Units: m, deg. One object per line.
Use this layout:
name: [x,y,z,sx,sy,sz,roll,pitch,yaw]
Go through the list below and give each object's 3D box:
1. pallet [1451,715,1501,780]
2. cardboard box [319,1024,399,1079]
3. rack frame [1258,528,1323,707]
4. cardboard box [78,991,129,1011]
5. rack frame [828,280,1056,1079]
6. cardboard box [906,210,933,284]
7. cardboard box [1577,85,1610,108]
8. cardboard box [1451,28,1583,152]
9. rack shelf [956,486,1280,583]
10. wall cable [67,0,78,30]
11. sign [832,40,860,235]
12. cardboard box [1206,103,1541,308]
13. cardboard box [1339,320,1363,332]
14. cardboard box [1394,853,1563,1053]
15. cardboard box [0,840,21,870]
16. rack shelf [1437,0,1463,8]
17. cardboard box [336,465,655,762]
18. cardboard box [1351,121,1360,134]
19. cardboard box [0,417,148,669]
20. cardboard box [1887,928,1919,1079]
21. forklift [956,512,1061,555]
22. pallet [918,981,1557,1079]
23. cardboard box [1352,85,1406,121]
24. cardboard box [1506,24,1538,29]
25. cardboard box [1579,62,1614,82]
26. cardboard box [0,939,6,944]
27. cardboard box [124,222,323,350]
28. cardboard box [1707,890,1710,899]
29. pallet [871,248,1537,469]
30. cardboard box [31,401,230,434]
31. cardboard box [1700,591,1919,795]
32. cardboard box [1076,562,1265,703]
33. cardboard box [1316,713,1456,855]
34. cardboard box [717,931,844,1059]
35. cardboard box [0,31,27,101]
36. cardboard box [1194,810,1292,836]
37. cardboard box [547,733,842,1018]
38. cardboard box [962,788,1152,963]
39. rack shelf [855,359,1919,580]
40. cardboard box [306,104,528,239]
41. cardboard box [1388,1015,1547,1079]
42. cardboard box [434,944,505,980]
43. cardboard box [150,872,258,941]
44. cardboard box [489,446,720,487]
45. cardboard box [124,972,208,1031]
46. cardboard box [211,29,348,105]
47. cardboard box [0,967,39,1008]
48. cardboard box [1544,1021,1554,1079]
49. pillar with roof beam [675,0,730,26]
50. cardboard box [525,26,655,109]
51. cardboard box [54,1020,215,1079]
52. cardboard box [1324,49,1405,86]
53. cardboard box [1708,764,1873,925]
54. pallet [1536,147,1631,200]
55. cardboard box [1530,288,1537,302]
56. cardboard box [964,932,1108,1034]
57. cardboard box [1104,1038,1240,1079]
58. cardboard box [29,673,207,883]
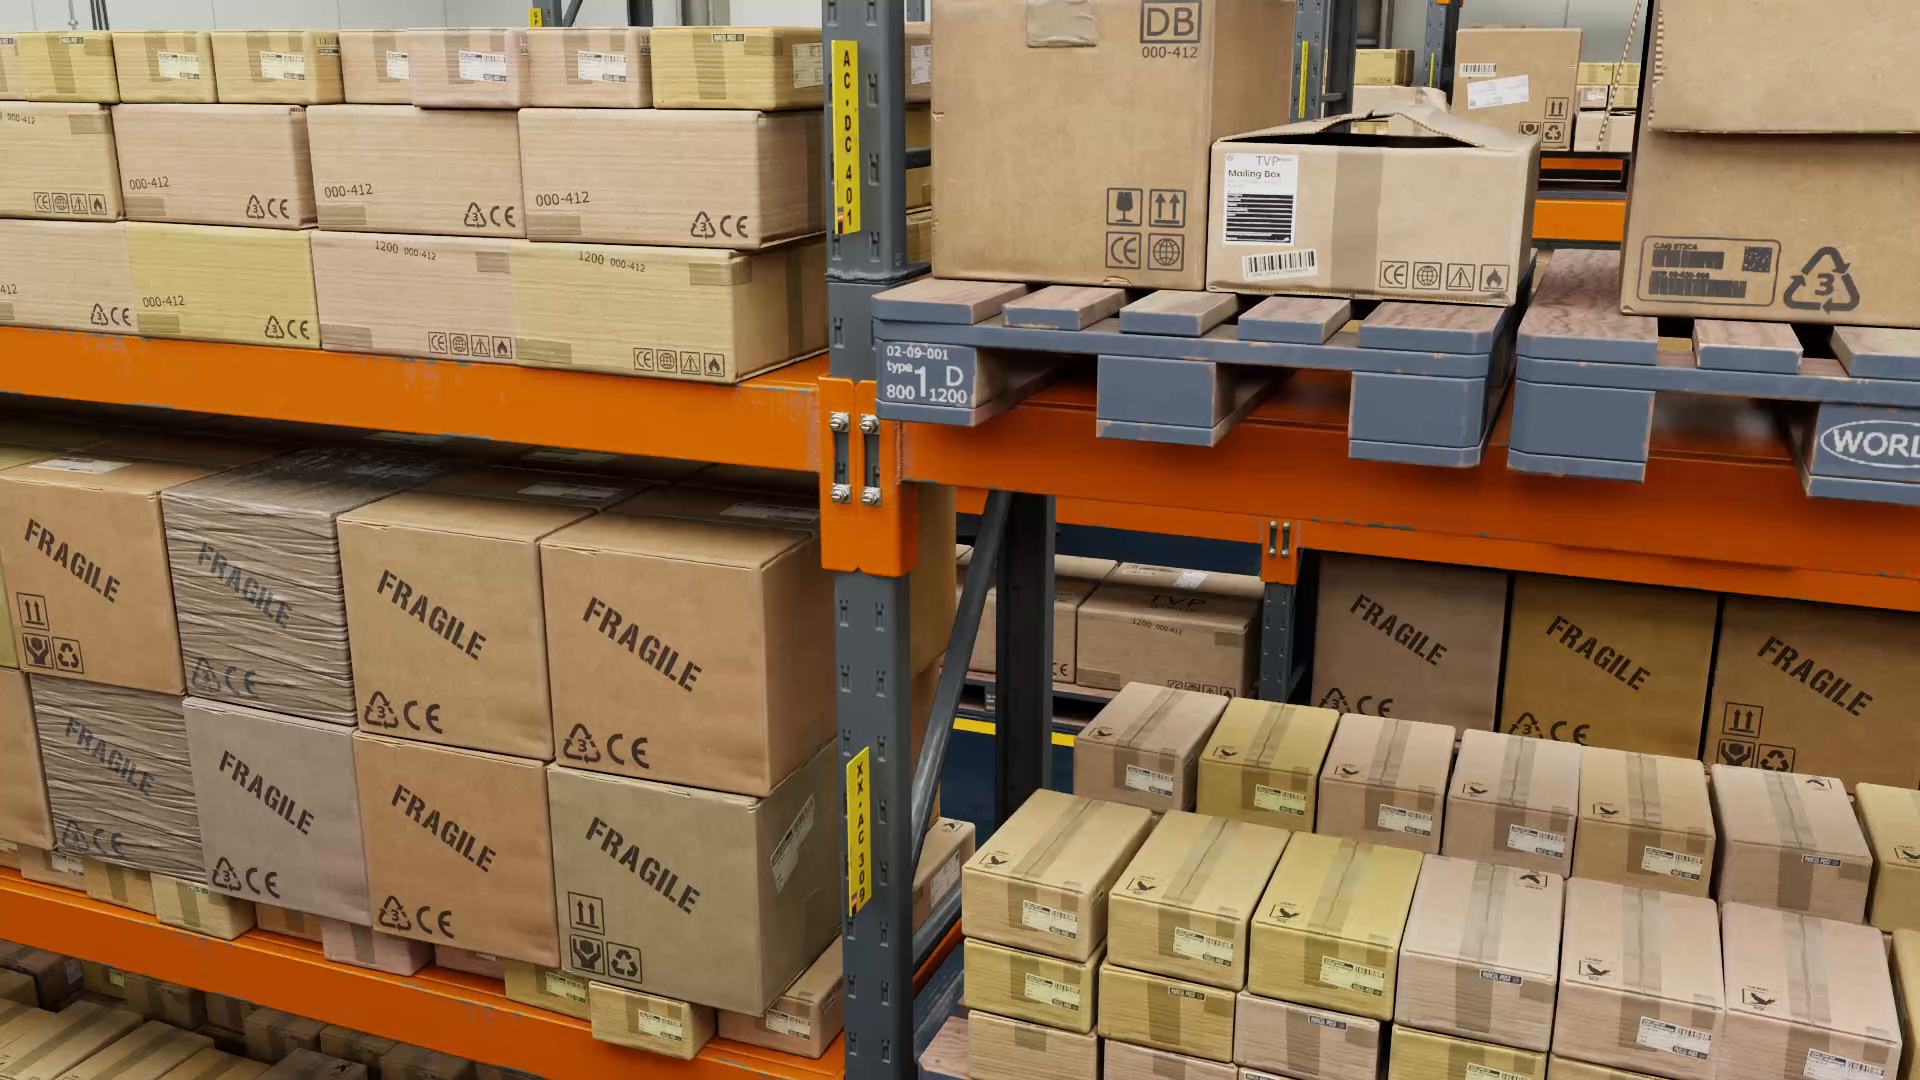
pallet: [2.463,0.952,8.517,1.213,0.211,1.003,6,17,21]
cardboard box: [-1.693,1.473,5.011,0.250,0.149,0.380,6,17,21]
rack frame: [1.718,-0.447,8.333,0.127,3.000,1.000,6,17,21]
cardboard box: [-2.646,1.495,5.469,0.250,0.149,0.380,6,17,18]
rack frame: [-0.005,0.847,3.875,0.127,3.000,1.000,6,17,21]
cardboard box: [-0.338,-0.637,3.877,0.500,0.250,0.500,7,18,23]
cardboard box: [4.371,-3.087,11.563,0.250,0.149,0.380,7,17,21]
cardboard box: [2.431,-1.972,7.273,0.500,0.500,0.500,6,17,20]
rack shelf: [-0.143,-0.306,9.138,4.000,0.370,1.077,6,17,21]
wall cable: [-7.120,-4.441,11.330,0.029,3.000,2.355,6,17,21]
sign: [-0.197,-0.700,2.897,0.005,0.325,0.100,6,17,21]
cardboard box: [0.737,-0.608,2.913,0.500,0.311,0.500,6,17,20]
cardboard box: [2.022,-0.856,7.768,0.500,0.500,0.500,6,17,21]
cardboard box: [0.924,0.720,2.943,0.250,0.149,0.380,6,17,20]
cardboard box: [-2.527,0.759,4.631,0.250,0.149,0.380,6,17,20]
rack shelf: [5.396,-3.874,11.384,4.000,0.370,1.077,6,17,21]
cardboard box: [-1.024,0.147,3.782,0.500,0.500,0.500,6,17,19]
cardboard box: [2.866,-3.041,12.337,0.250,0.149,0.380,6,17,21]
cardboard box: [-2.458,-0.009,4.319,0.500,0.500,0.500,6,17,19]
cardboard box: [1.648,0.799,2.672,0.250,0.149,0.380,7,18,22]
forklift: [0.079,-1.235,11.171,1.130,2.935,3.031,-2,16,-7]
pallet: [0.653,1.055,3.503,1.213,0.211,1.003,6,17,21]
cardboard box: [2.995,-3.230,12.276,0.500,0.250,0.500,6,17,21]
cardboard box: [4.103,-3.614,12.104,0.258,0.266,0.396,6,17,21]
cardboard box: [4.580,-3.374,12.019,0.250,0.149,0.380,7,18,22]
cardboard box: [-3.140,1.308,5.580,0.250,0.149,0.380,6,17,21]
cardboard box: [-1.493,-0.607,3.774,0.500,0.250,0.500,6,17,20]
cardboard box: [1.411,0.719,3.479,0.250,0.149,0.380,5,17,18]
pallet: [0.531,-0.412,3.170,1.003,0.211,1.213,6,17,21]
cardboard box: [-2.250,-0.148,4.797,0.500,0.500,0.500,7,18,23]
cardboard box: [3.998,0.596,7.797,0.875,0.875,0.875,7,17,21]
cardboard box: [1.173,0.490,8.949,0.875,0.438,0.875,6,17,20]
cardboard box: [0.930,0.525,3.615,0.250,0.149,0.380,6,17,19]
cardboard box: [-0.356,0.999,3.802,0.250,0.149,0.380,6,17,20]
cardboard box: [-2.074,-1.103,3.871,0.250,0.149,0.380,7,18,23]
cardboard box: [0.684,0.639,3.755,0.250,0.149,0.380,6,17,21]
cardboard box: [-0.558,0.680,3.738,0.500,0.500,0.500,6,17,21]
cardboard box: [0.193,0.640,3.219,0.250,0.149,0.380,7,18,23]
rack shelf: [1.856,-0.043,2.852,4.000,0.370,1.077,6,17,21]
cardboard box: [-1.007,-0.799,3.537,0.500,0.250,0.500,6,17,18]
cardboard box: [0.917,0.862,2.989,0.250,0.149,0.380,5,17,18]
cardboard box: [-1.077,0.914,4.095,0.250,0.149,0.380,6,17,19]
cardboard box: [-1.837,0.858,4.288,0.250,0.149,0.380,7,17,22]
cardboard box: [-0.823,0.018,4.226,0.500,0.500,0.500,6,17,19]
cardboard box: [-2.422,1.385,5.315,0.250,0.149,0.380,6,17,18]
cardboard box: [-1.369,-1.018,3.579,0.250,0.149,0.380,6,17,18]
cardboard box: [-3.062,1.458,5.063,0.250,0.149,0.380,7,17,22]
cardboard box: [1.154,1.031,2.939,0.250,0.149,0.380,5,17,18]
pillar with roof beam: [-3.943,-4.418,11.251,0.400,9.000,9.100,6,17,21]
cardboard box: [-0.646,-0.938,3.303,0.250,0.149,0.380,7,18,22]
cardboard box: [-2.359,1.552,4.740,0.250,0.149,0.380,7,18,23]
cardboard box: [2.978,-3.475,12.223,0.500,0.250,0.500,6,17,21]
cardboard box: [1.653,0.604,3.342,0.250,0.149,0.380,5,17,18]
pallet: [2.589,-1.715,7.662,1.217,0.209,0.805,6,17,18]
cardboard box: [2.709,-0.944,8.071,0.500,0.500,0.500,7,17,22]
cardboard box: [0.193,0.783,3.260,0.250,0.149,0.380,7,17,22]
cardboard box: [0.453,0.953,3.209,0.250,0.149,0.380,7,17,22]
cardboard box: [-1.975,0.517,4.300,0.500,0.500,0.500,6,17,19]
